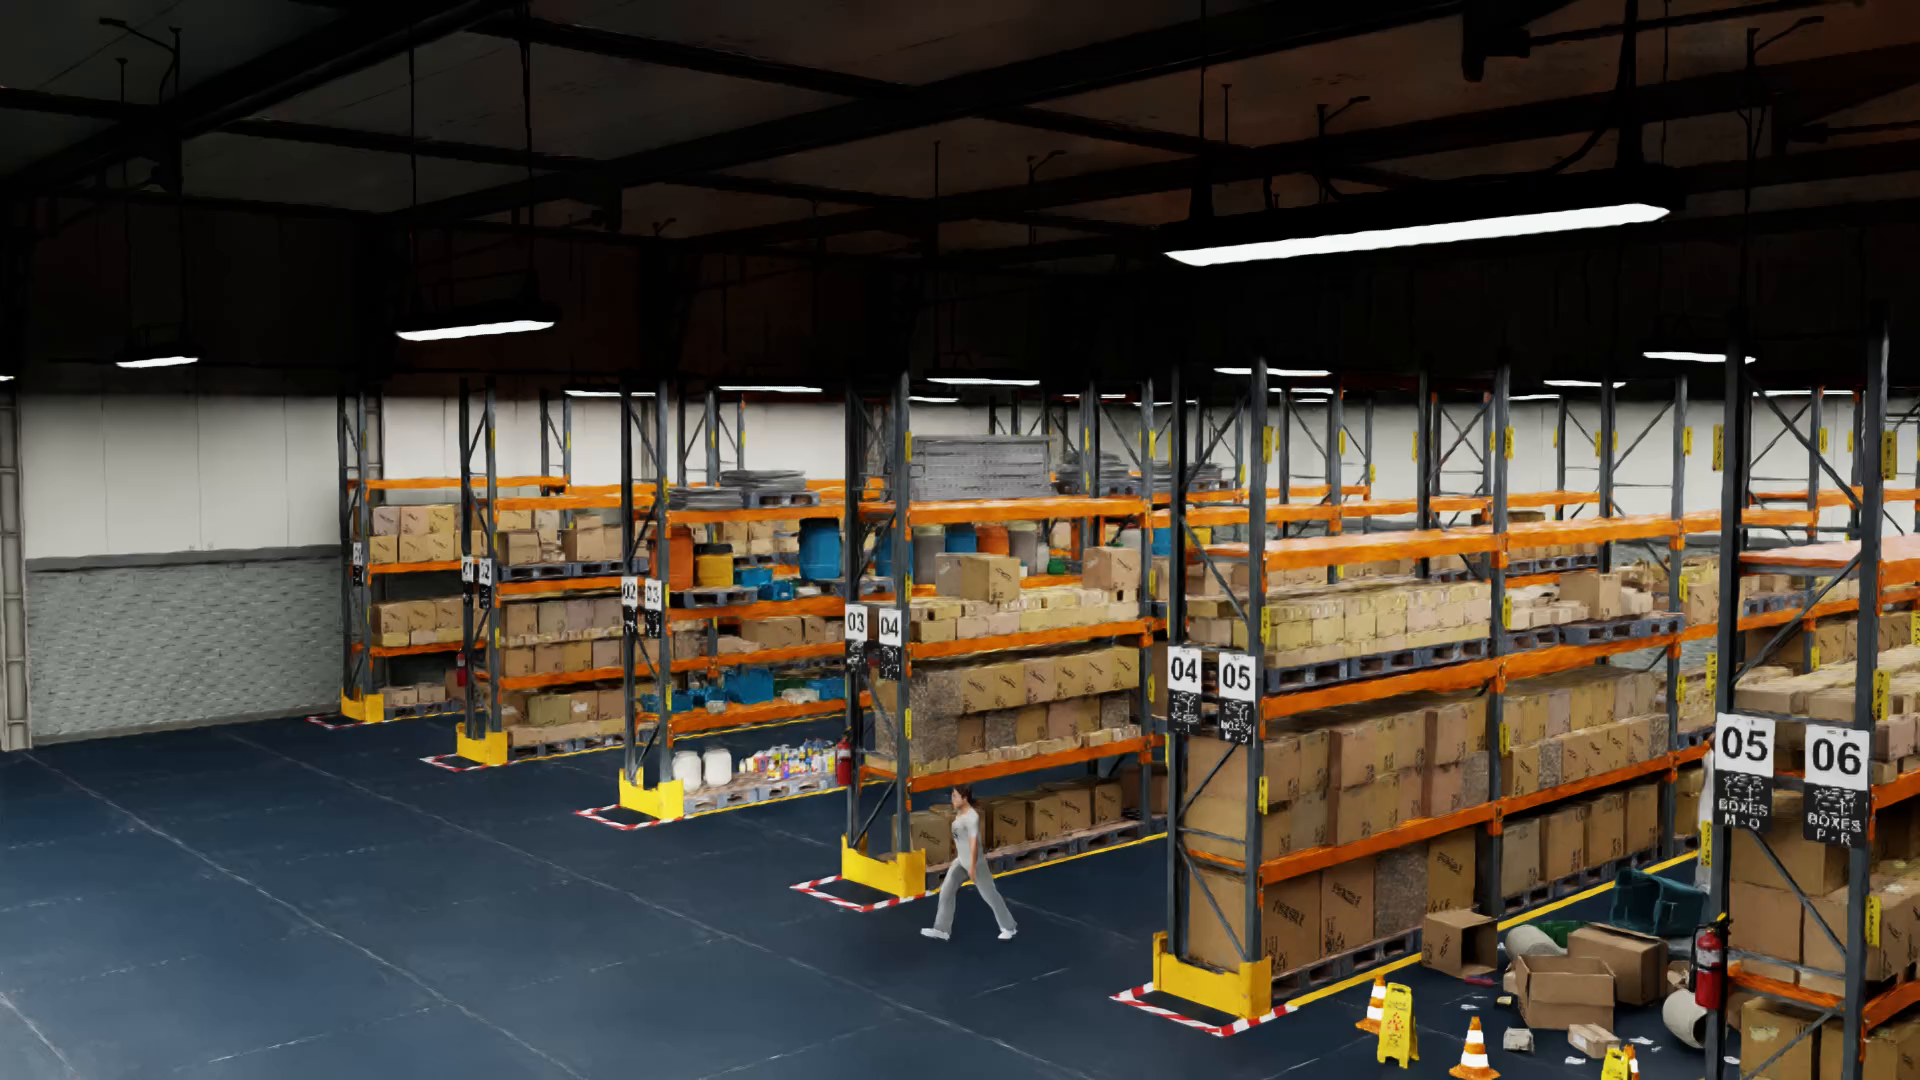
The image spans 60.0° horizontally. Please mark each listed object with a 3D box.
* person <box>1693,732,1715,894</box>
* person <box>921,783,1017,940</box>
[{"bbox_3d":[8.511,3.033,18.624,0.520,1.788,0.656,1,4,19],"label":"person"},{"bbox_3d":[0.108,3.255,16.821,0.957,1.615,0.487,-1,4,-19],"label":"person"}]
